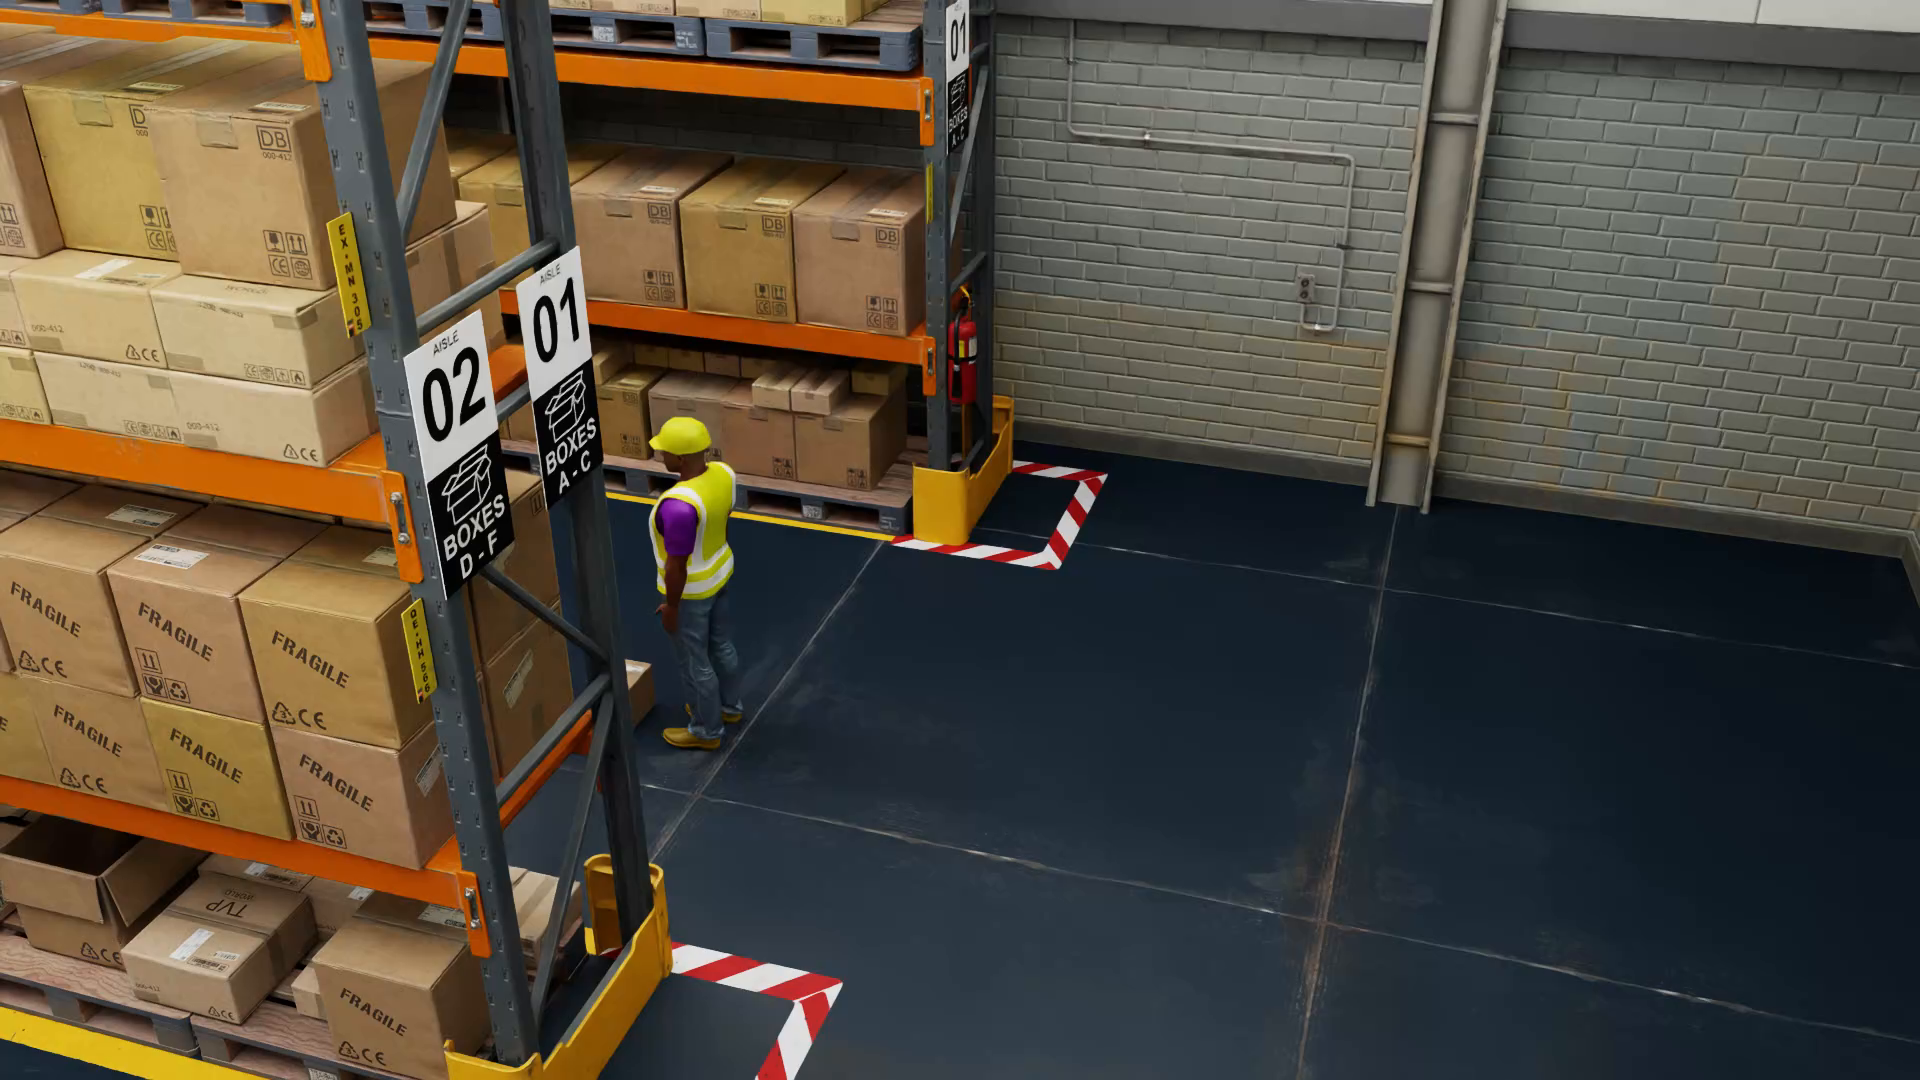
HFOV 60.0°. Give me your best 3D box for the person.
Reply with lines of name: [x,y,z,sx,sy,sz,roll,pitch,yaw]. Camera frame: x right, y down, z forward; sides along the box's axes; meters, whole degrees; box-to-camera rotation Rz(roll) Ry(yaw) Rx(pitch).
person: [-1.296,0.206,8.110,0.368,1.767,0.563,9,30,16]
